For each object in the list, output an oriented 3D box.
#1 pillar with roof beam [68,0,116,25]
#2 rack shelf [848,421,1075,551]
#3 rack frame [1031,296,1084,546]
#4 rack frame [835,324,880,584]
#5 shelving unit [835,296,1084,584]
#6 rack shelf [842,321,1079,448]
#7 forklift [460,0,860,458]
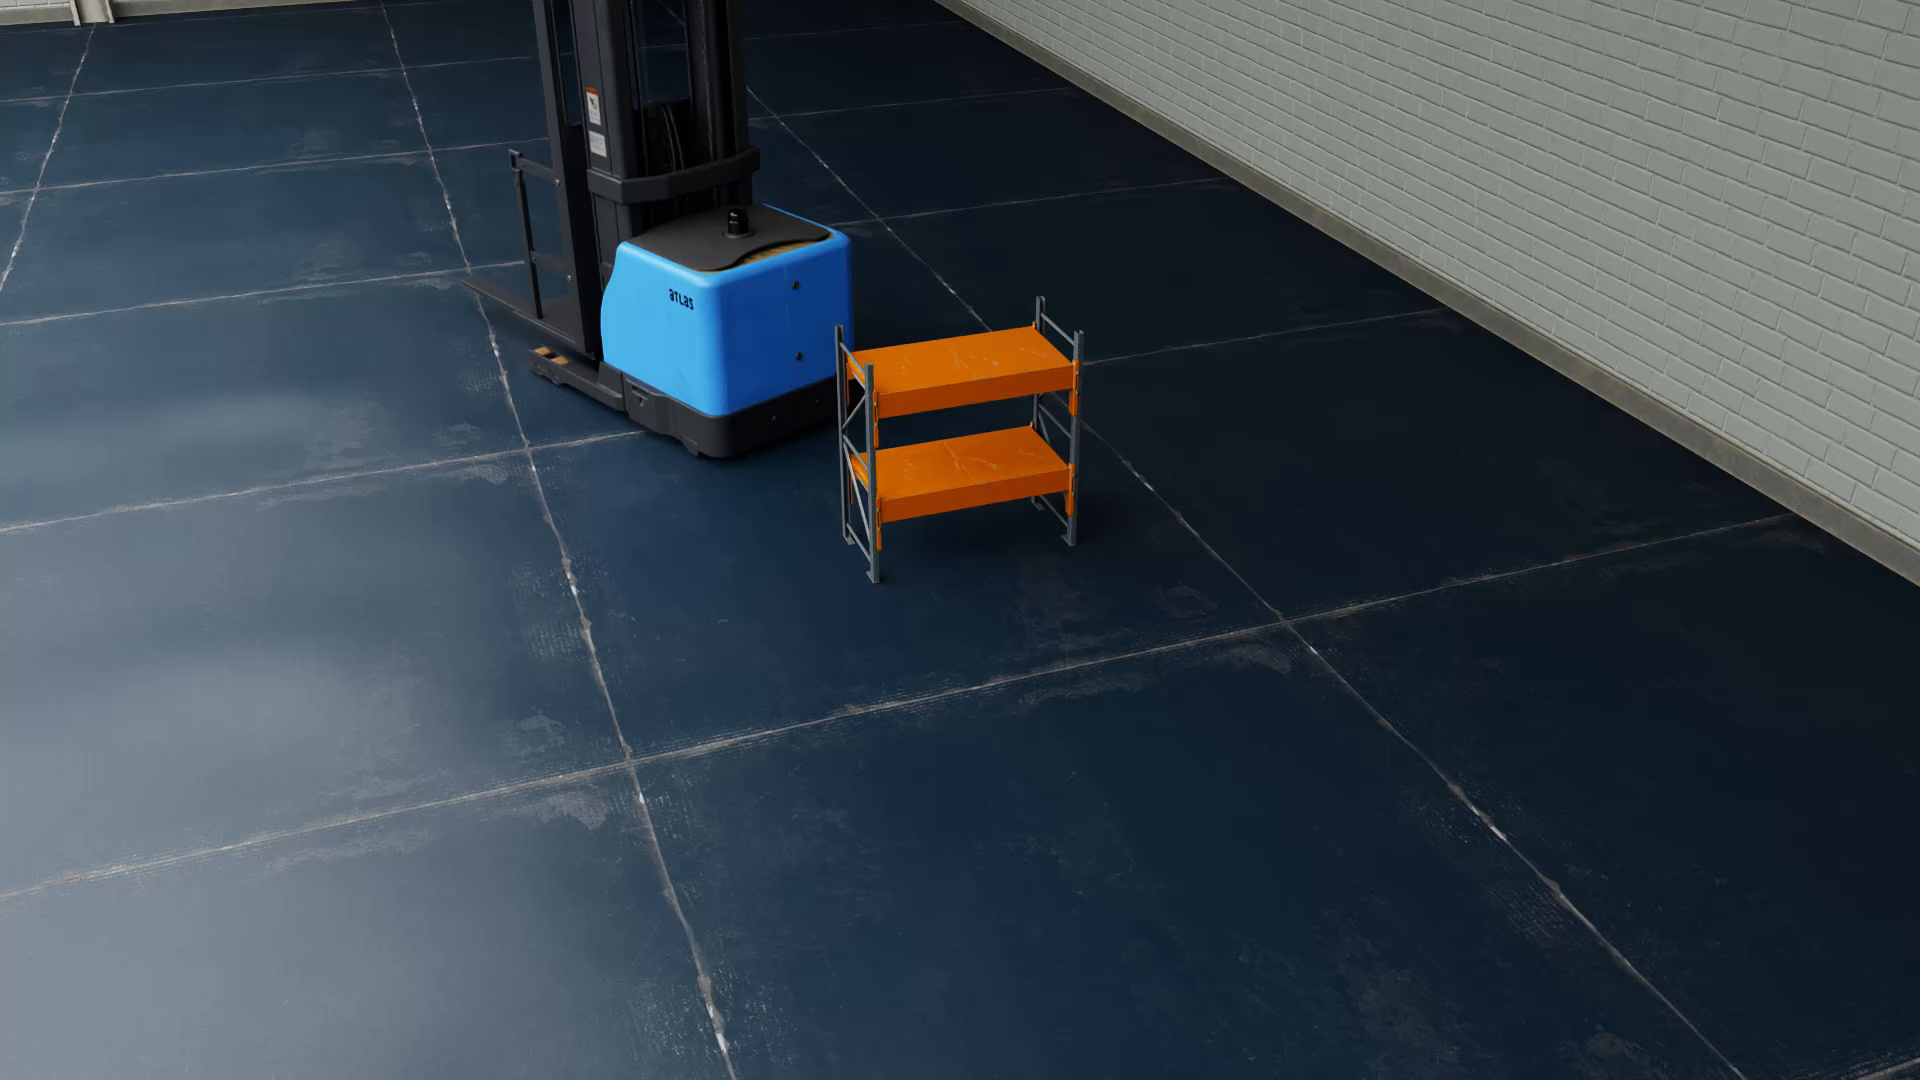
[{"bbox_3d":[-7.981,-7.609,12.514,0.400,9.000,9.100,-10,31,-18],"label":"pillar with roof beam"},{"bbox_3d":[-0.006,-0.275,8.091,1.000,0.278,0.538,-10,31,-18],"label":"rack shelf"},{"bbox_3d":[0.470,-0.575,8.124,0.032,1.125,0.500,-10,31,-18],"label":"rack frame"},{"bbox_3d":[-0.483,-0.400,7.815,0.032,1.125,0.500,-10,31,-18],"label":"rack frame"},{"bbox_3d":[-0.006,-0.488,7.969,1.048,1.125,0.538,-10,31,-18],"label":"shelving unit"},{"bbox_3d":[-0.006,-0.742,7.825,1.000,0.278,0.538,-10,31,-18],"label":"rack shelf"},{"bbox_3d":[-1.955,-2.349,9.412,1.130,2.935,3.031,-25,38,-37],"label":"forklift"}]
